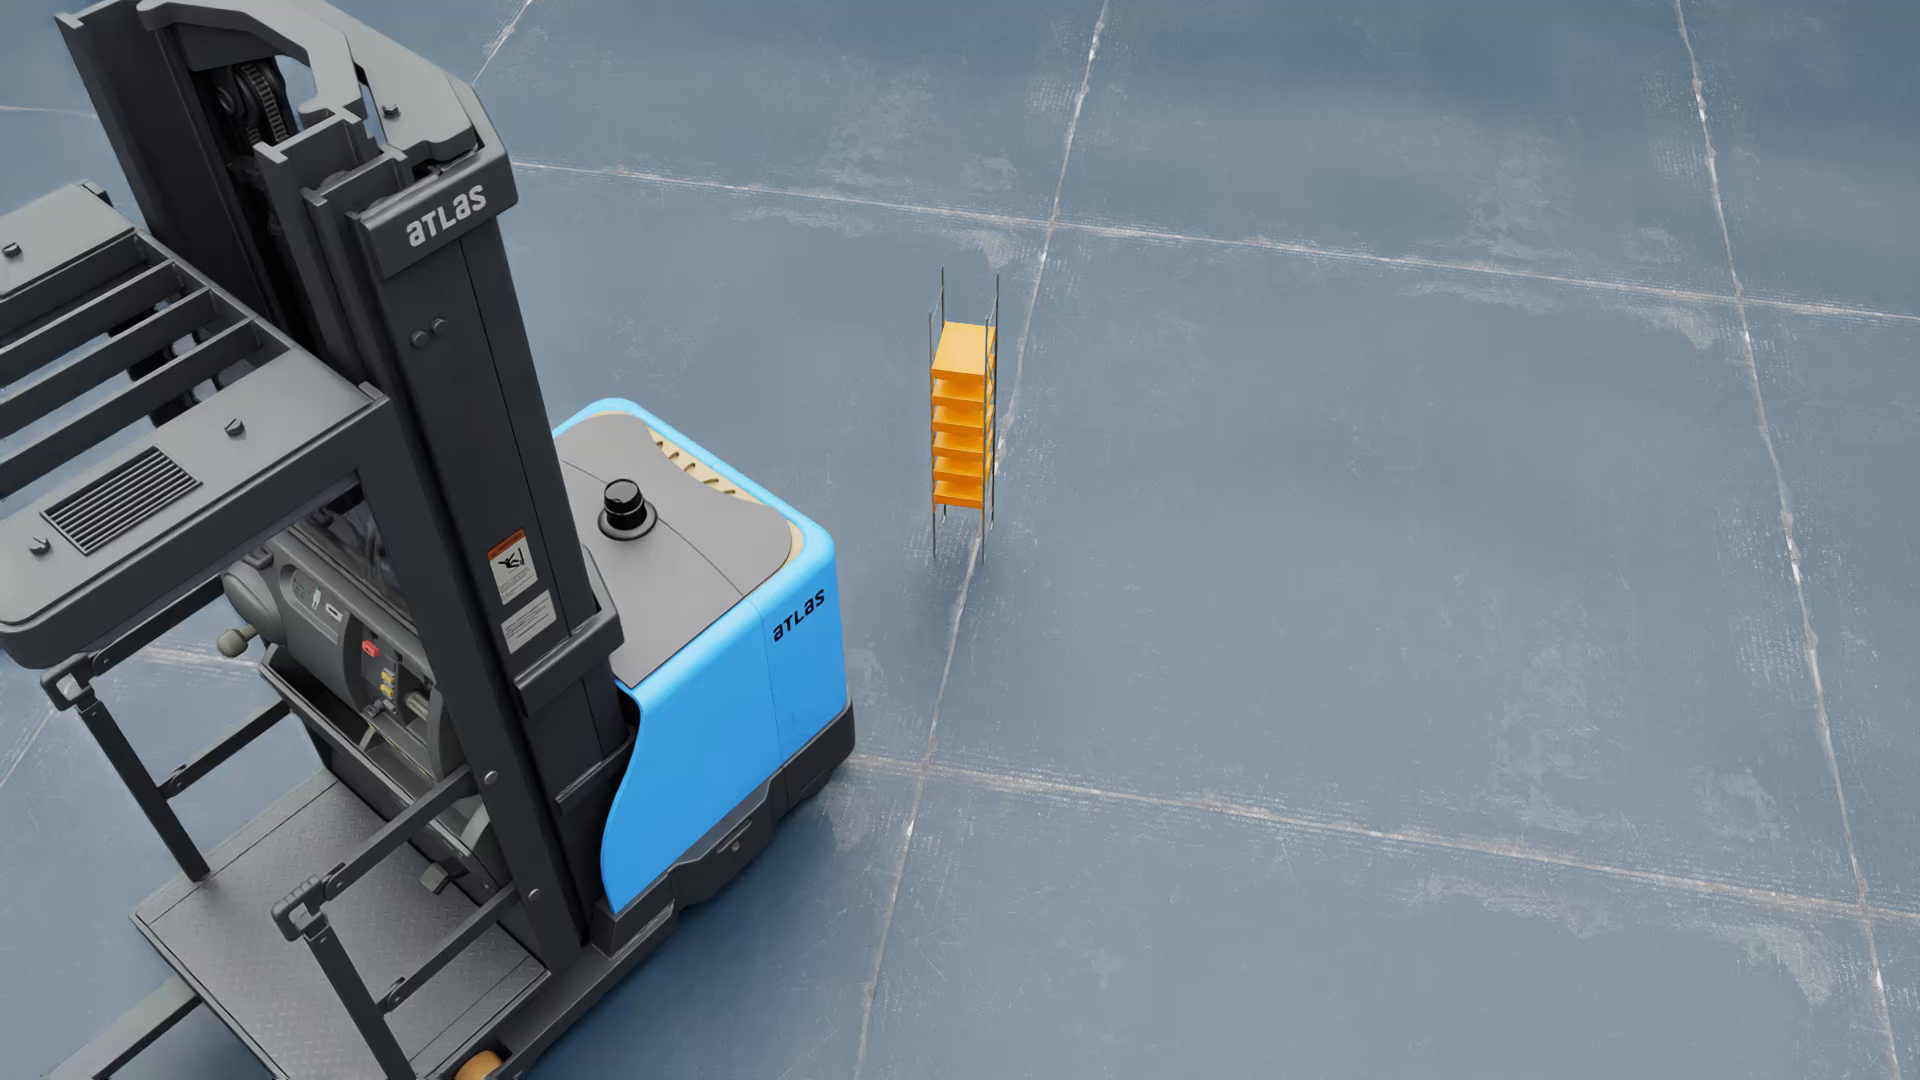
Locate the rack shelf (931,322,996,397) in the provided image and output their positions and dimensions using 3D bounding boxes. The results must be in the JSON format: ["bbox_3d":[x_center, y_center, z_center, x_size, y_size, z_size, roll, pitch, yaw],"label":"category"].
[{"bbox_3d":[0.014,-0.610,5.567,0.180,0.103,0.258,8,49,7],"label":"rack shelf"}]

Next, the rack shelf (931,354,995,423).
[{"bbox_3d":[0.014,-0.530,5.657,0.180,0.103,0.258,8,49,7],"label":"rack shelf"}]

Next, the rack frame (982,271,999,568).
[{"bbox_3d":[0.104,-0.387,5.791,0.006,1.200,0.240,8,49,7],"label":"rack frame"}]

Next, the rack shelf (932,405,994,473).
[{"bbox_3d":[0.014,-0.369,5.835,0.180,0.103,0.258,8,49,7],"label":"rack shelf"}]

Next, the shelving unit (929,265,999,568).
[{"bbox_3d":[0.014,-0.399,5.802,0.189,1.200,0.258,8,49,7],"label":"shelving unit"}]

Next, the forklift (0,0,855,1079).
[{"bbox_3d":[-1.689,0.330,3.983,1.130,2.935,3.031,32,56,26],"label":"forklift"}]

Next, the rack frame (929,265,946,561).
[{"bbox_3d":[-0.076,-0.411,5.813,0.006,1.200,0.240,8,49,7],"label":"rack frame"}]

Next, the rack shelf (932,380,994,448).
[{"bbox_3d":[0.014,-0.450,5.746,0.180,0.103,0.258,8,49,7],"label":"rack shelf"}]

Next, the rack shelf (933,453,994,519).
[{"bbox_3d":[0.014,-0.209,6.014,0.180,0.103,0.258,8,49,7],"label":"rack shelf"}]

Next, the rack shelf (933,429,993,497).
[{"bbox_3d":[0.014,-0.289,5.924,0.180,0.103,0.258,8,49,7],"label":"rack shelf"}]
